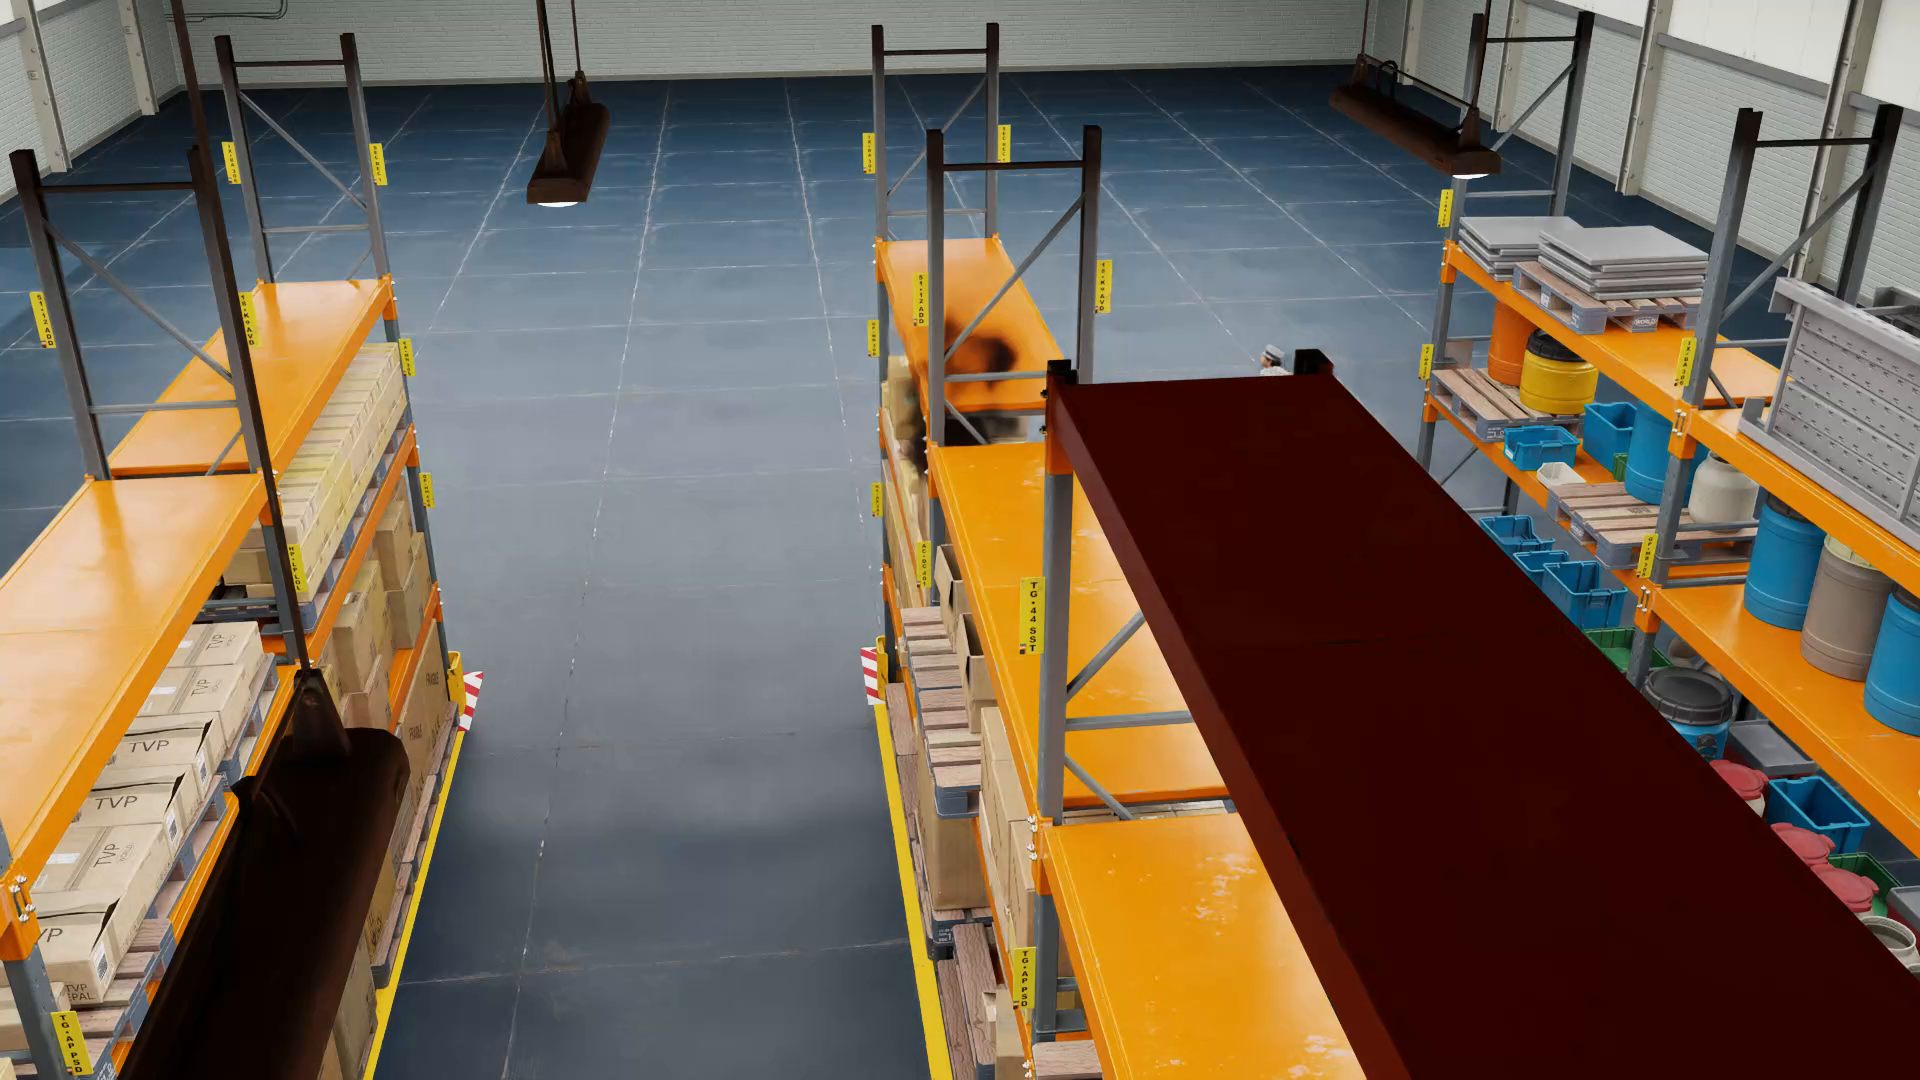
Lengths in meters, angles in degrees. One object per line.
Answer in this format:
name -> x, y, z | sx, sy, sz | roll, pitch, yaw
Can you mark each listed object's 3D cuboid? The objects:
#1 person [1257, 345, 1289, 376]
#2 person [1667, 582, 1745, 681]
person -> 3.611, -1.465, 19.613 | 0.746, 1.750, 0.583 | 8, 27, 16
person -> 6.665, 0.809, 14.854 | 0.625, 1.730, 0.651 | -9, 27, -17
